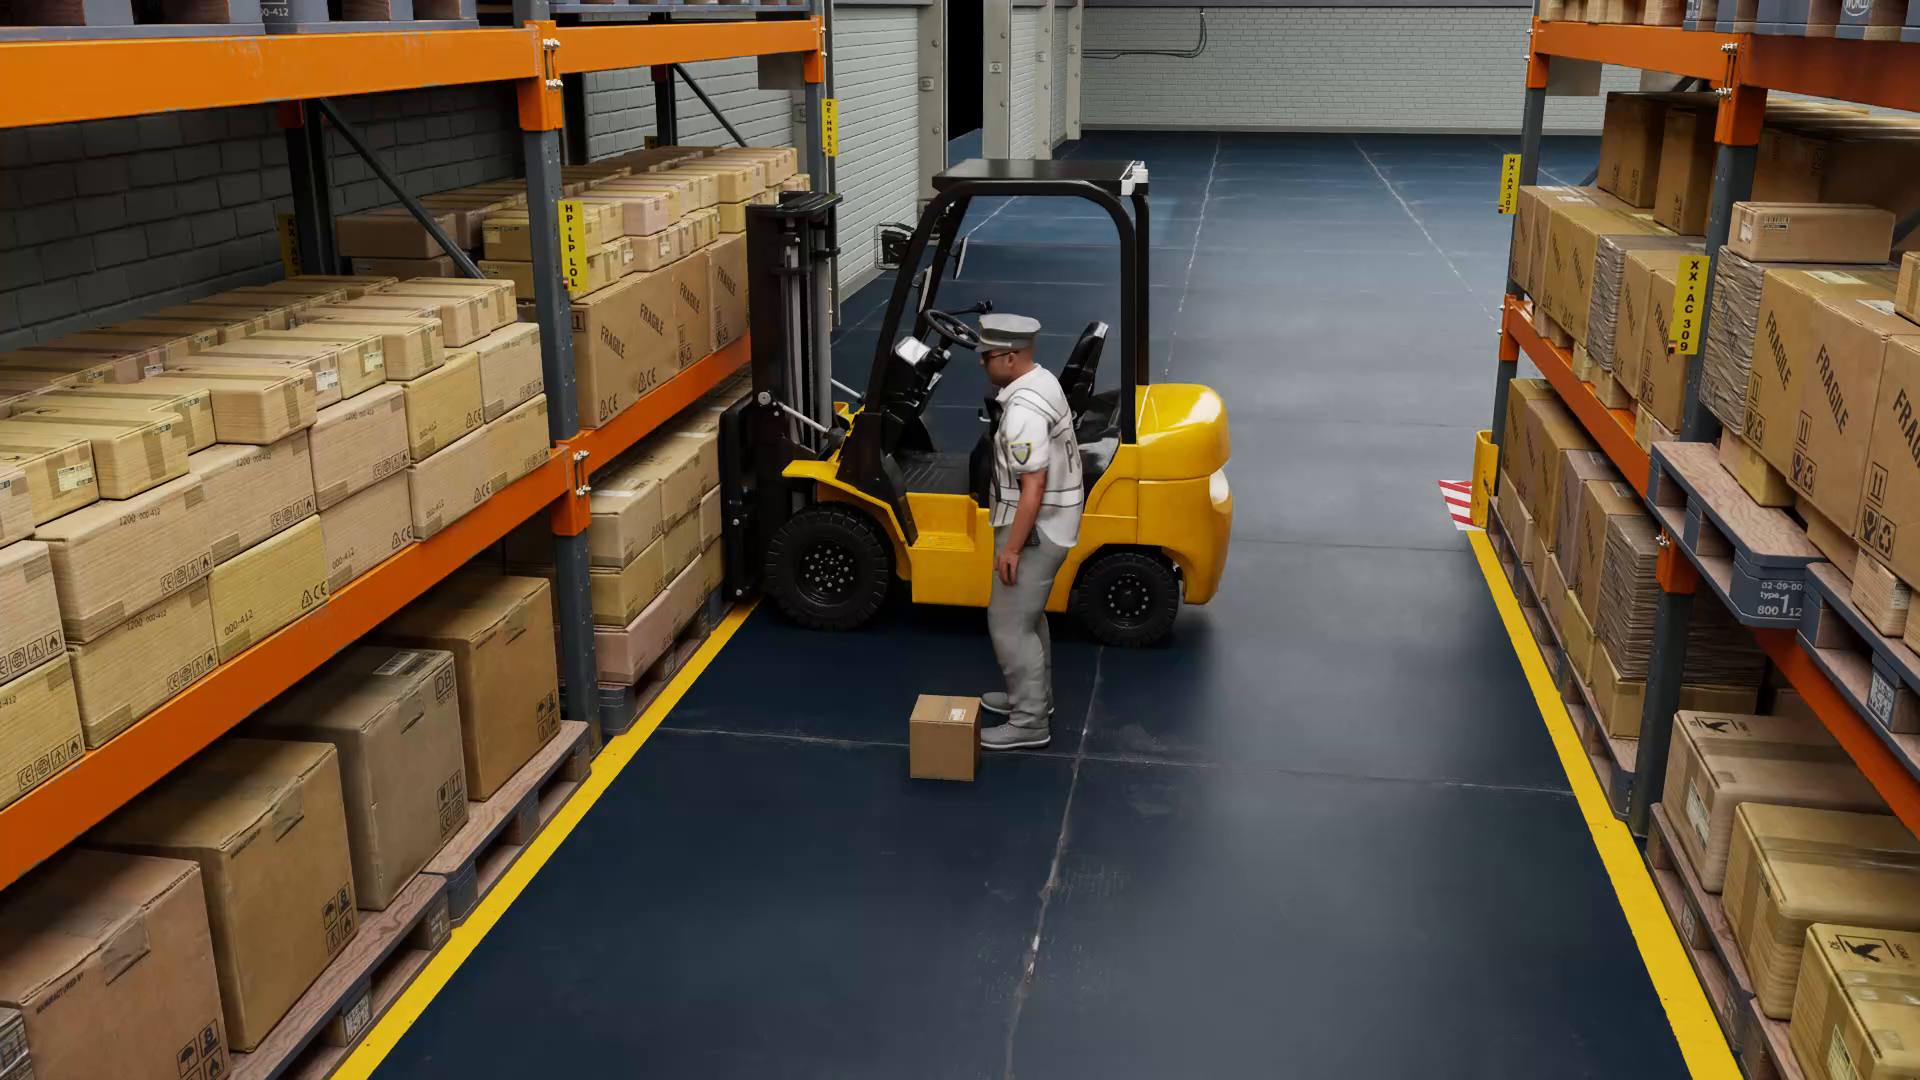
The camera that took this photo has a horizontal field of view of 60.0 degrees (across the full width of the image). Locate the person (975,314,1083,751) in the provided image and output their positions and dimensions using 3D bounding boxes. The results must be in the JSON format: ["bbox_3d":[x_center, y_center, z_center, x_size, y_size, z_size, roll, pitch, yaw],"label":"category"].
[{"bbox_3d":[0.271,-0.034,6.651,0.433,1.744,0.588,2,18,6],"label":"person"}]
